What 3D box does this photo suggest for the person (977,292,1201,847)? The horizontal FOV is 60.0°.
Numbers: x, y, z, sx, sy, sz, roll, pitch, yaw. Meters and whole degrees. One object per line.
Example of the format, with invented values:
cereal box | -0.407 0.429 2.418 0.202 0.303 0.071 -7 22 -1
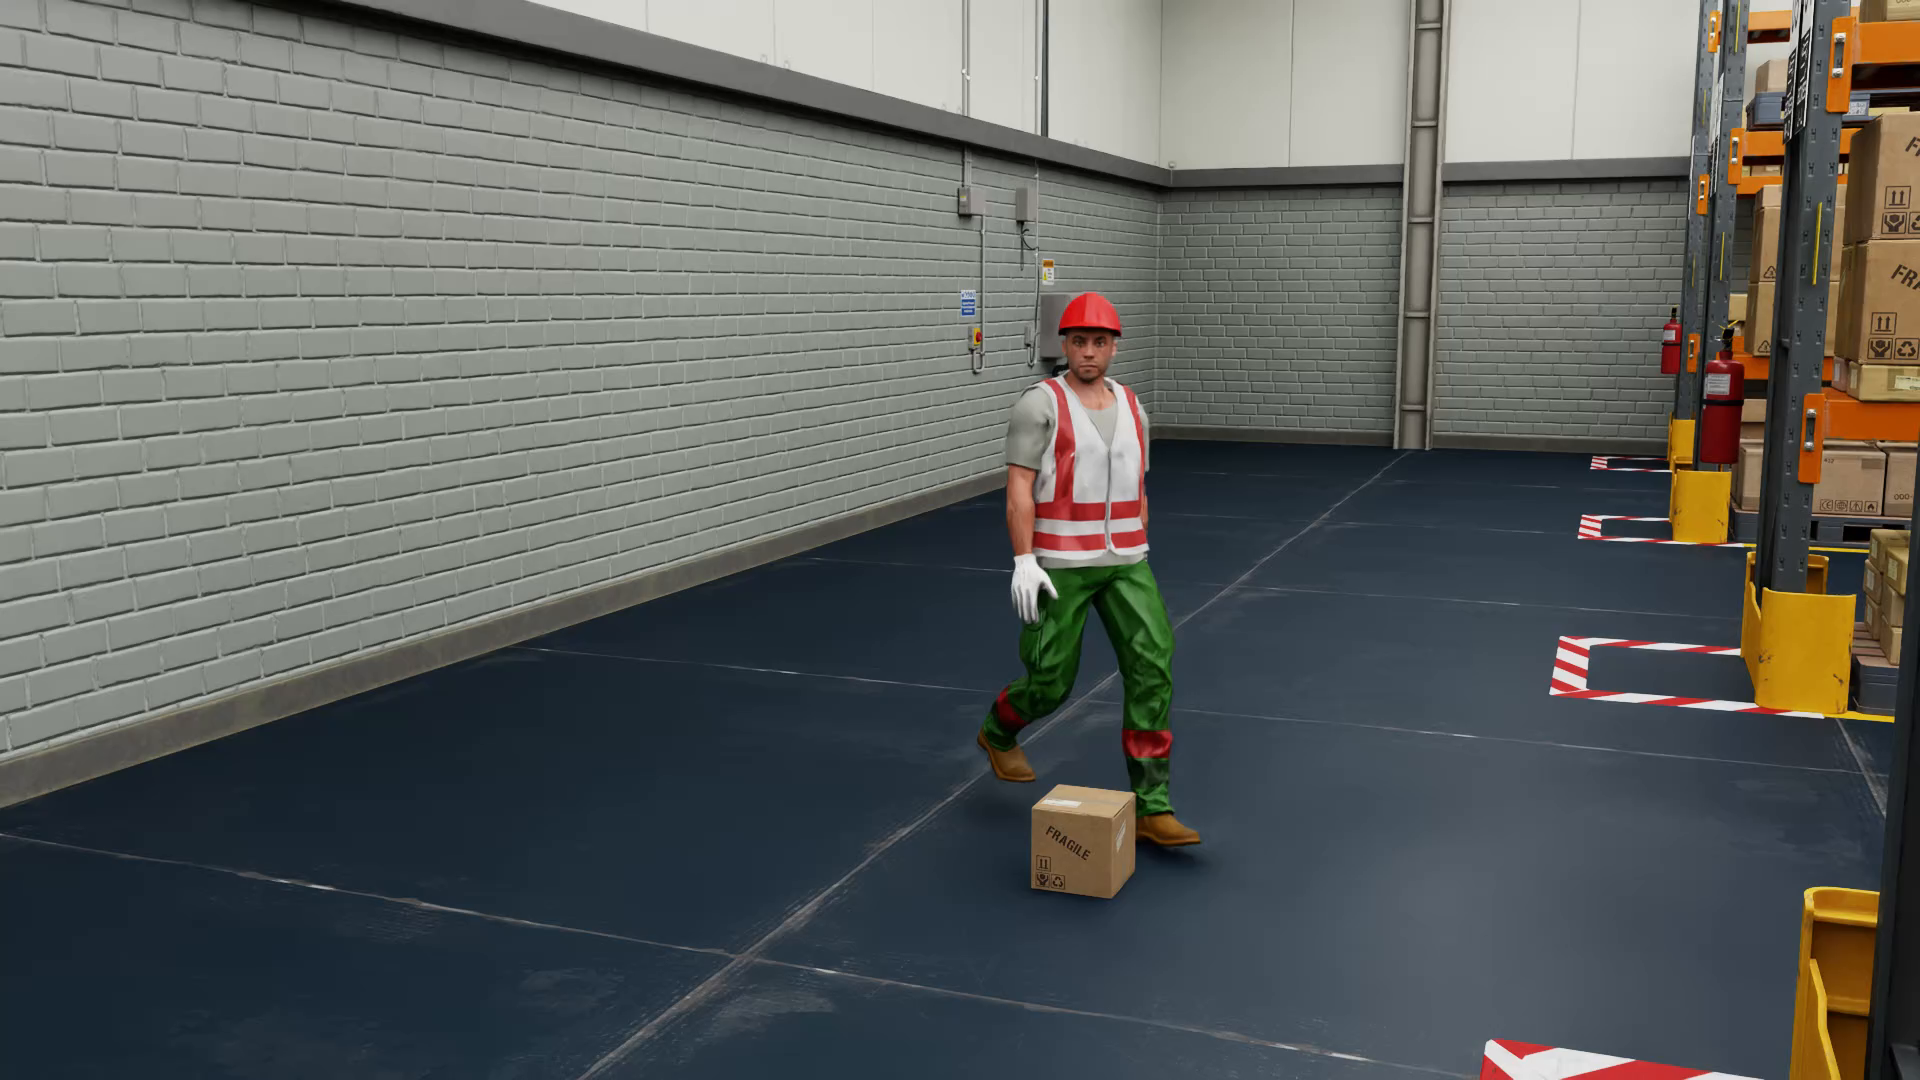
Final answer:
person | 0.431 0.078 5.371 0.573 1.738 0.975 -4 9 -24
